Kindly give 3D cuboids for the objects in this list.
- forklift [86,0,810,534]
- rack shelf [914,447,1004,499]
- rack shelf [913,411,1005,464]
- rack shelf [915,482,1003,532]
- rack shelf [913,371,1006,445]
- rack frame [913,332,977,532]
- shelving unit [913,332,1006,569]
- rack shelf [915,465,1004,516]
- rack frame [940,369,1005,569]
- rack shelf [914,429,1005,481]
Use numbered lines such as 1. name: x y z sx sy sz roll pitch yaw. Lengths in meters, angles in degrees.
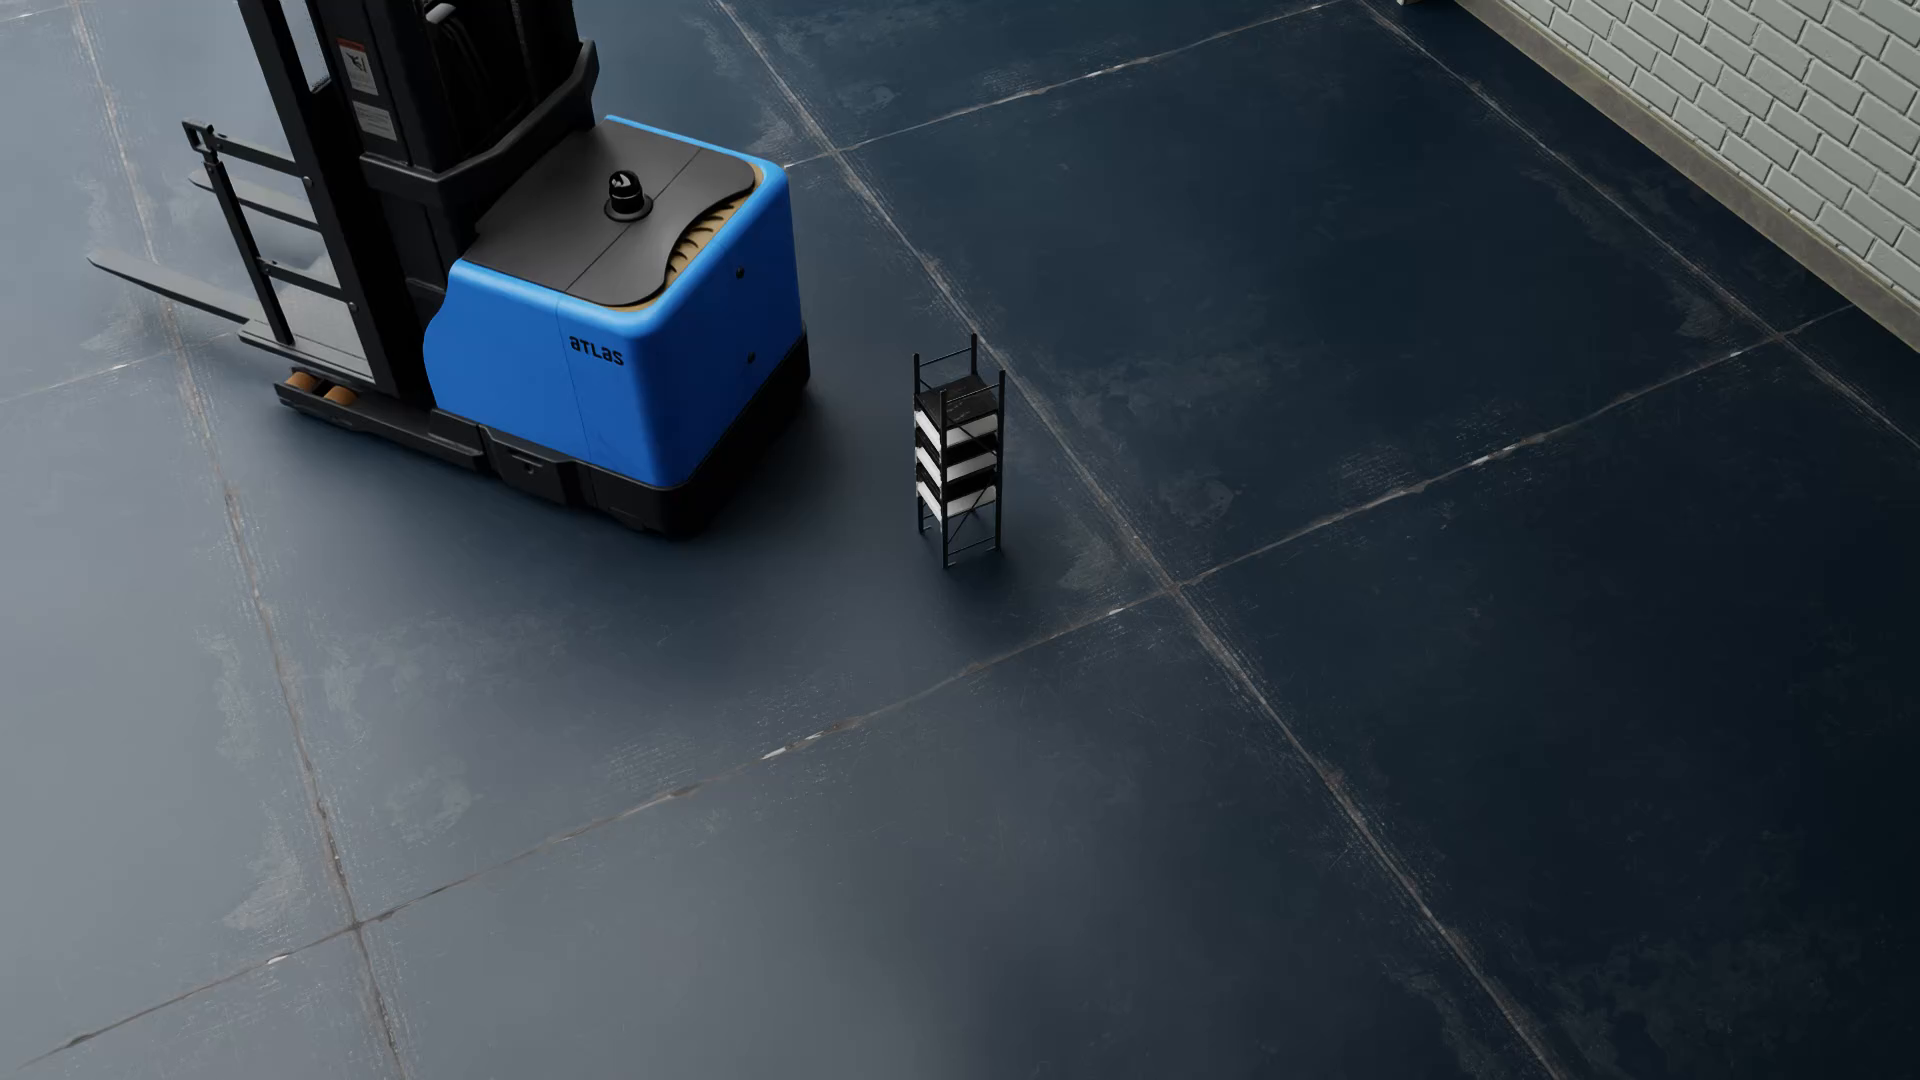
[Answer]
1. forklift: -2.166 -1.753 5.836 3.031 2.935 1.130 19 52 16
2. rack shelf: -0.004 -0.280 5.941 0.258 0.077 0.200 -21 52 -18
3. rack shelf: -0.004 -0.398 5.806 0.258 0.077 0.200 -21 52 -18
4. rack shelf: -0.004 -0.161 6.077 0.258 0.077 0.200 -21 52 -18
5. rack shelf: -0.004 -0.458 5.738 0.258 0.077 0.200 -21 52 -18
6. rack frame: -0.050 -0.370 5.976 0.240 0.900 0.006 -21 52 -18
7. shelving unit: -0.004 -0.302 5.916 0.258 0.900 0.210 -21 52 -18
8. rack shelf: -0.004 -0.220 6.009 0.258 0.077 0.200 -21 52 -18
9. rack frame: 0.043 -0.234 5.857 0.240 0.900 0.006 -21 52 -18
10. rack shelf: -0.004 -0.339 5.873 0.258 0.077 0.200 -21 52 -18
